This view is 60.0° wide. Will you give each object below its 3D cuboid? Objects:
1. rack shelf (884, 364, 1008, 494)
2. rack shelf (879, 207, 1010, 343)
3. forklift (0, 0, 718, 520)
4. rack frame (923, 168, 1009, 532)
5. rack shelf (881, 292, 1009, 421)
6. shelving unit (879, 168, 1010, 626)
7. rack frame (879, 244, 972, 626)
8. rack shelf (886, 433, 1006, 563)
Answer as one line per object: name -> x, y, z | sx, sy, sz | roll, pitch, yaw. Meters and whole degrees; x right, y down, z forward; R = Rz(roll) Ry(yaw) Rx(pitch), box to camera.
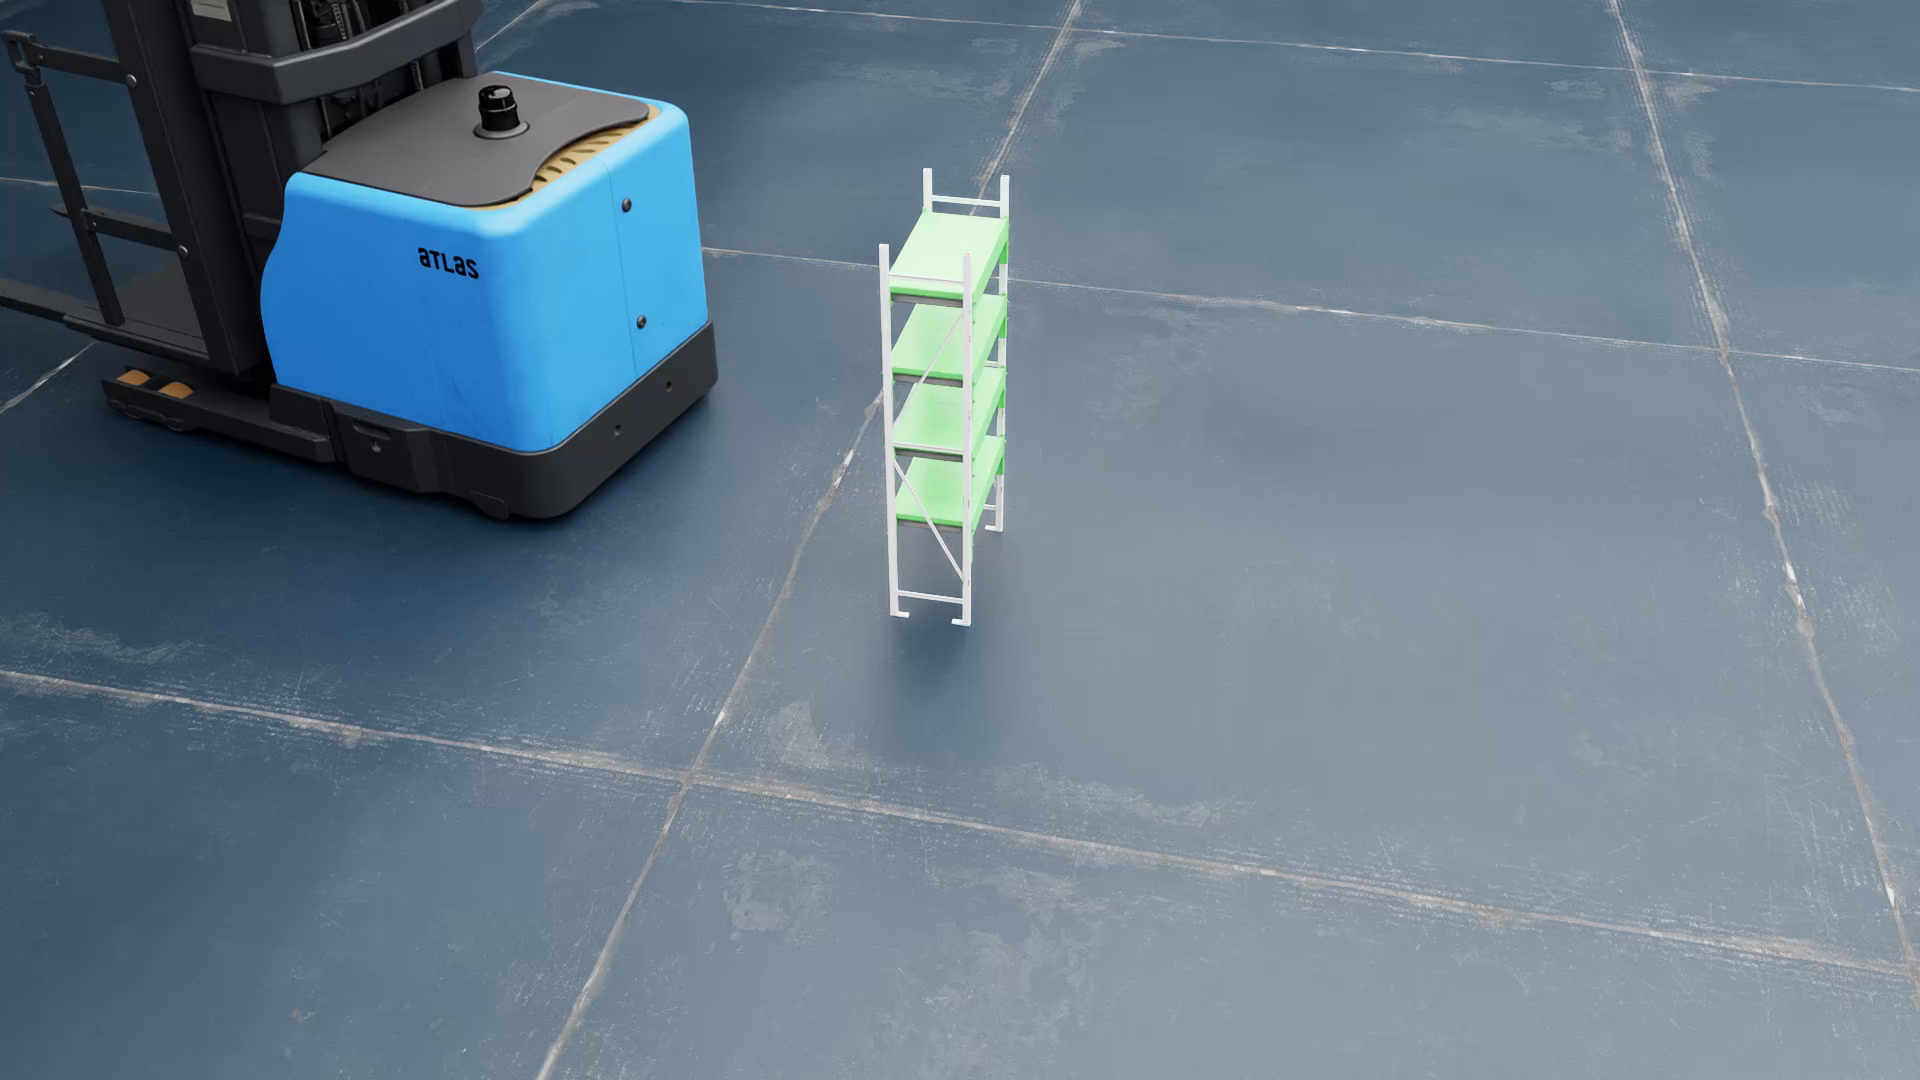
rack shelf -> -0.035, -0.339, 4.804 | 0.258, 0.148, 0.480 | 7, 37, 10
rack shelf -> -0.035, -0.728, 4.523 | 0.258, 0.148, 0.480 | 7, 37, 10
forklift -> -2.420, -1.828, 5.275 | 3.031, 2.935, 1.130 | 15, 39, 20
rack frame -> 0.017, -0.531, 4.960 | 0.240, 1.200, 0.015 | 7, 37, 10
rack shelf -> -0.035, -0.534, 4.664 | 0.258, 0.148, 0.480 | 7, 37, 10
shelving unit -> -0.035, -0.391, 4.767 | 0.258, 1.200, 0.503 | 7, 37, 10
rack frame -> -0.087, -0.251, 4.574 | 0.240, 1.200, 0.015 | 7, 37, 10
rack shelf -> -0.035, -0.145, 4.945 | 0.258, 0.148, 0.480 | 7, 37, 10
